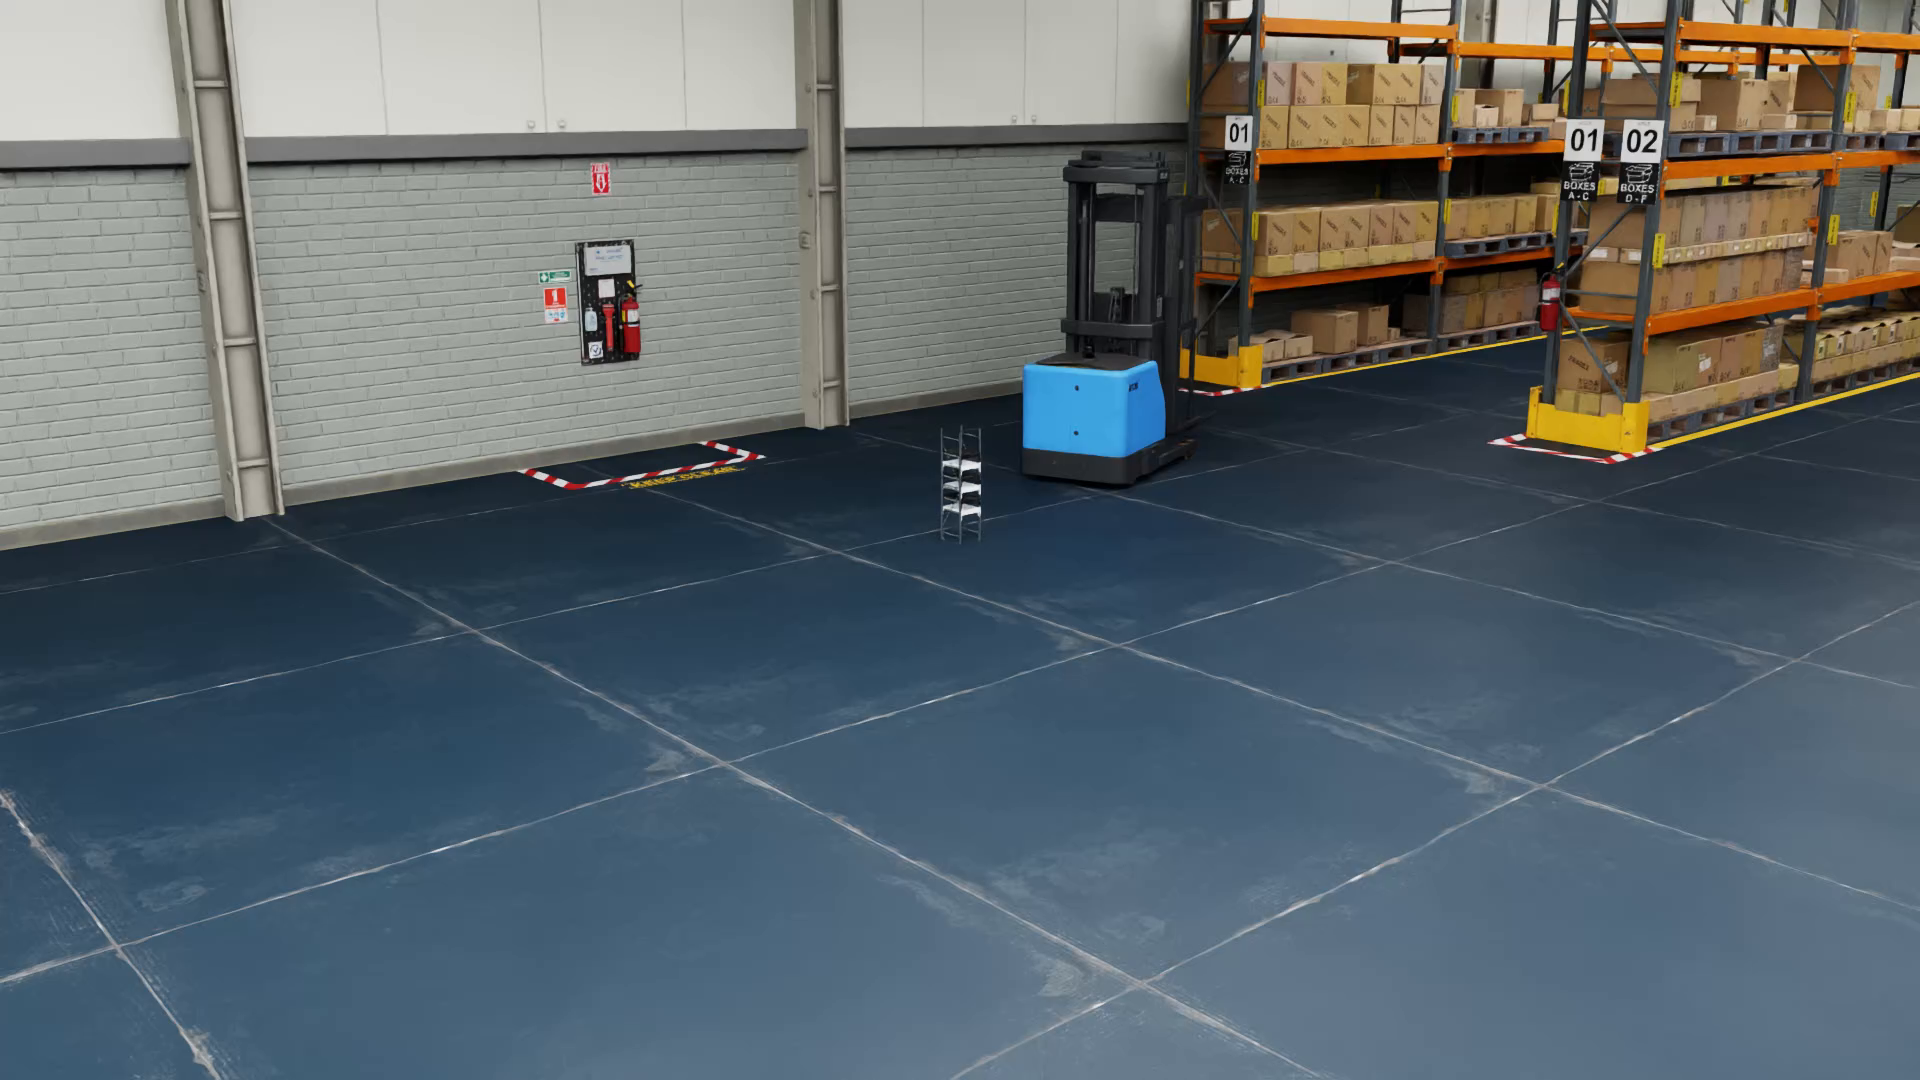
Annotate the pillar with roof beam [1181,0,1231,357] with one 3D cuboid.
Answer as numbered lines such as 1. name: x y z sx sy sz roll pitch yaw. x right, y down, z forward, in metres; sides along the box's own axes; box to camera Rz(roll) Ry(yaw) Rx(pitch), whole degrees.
1. pillar with roof beam: 5.921 -5.757 17.365 0.400 9.000 9.100 -13 19 -39

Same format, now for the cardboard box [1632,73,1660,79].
1. cardboard box: 11.031 -7.295 26.436 0.500 0.250 0.500 -13 20 -41

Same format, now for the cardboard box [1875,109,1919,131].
1. cardboard box: 11.296 -5.106 20.217 0.500 0.250 0.500 -13 20 -40

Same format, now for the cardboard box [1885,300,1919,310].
1. cardboard box: 12.976 -3.010 22.698 0.500 0.500 0.500 -12 19 -37

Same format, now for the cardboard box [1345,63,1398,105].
1. cardboard box: 5.158 -5.754 20.998 0.500 0.500 0.500 -14 20 -41

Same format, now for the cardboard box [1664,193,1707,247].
1. cardboard box: 7.183 -3.297 17.072 0.500 0.500 0.700 -13 20 -41

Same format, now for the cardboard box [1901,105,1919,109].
1. cardboard box: 12.731 -5.379 21.569 0.500 0.500 0.910 -13 19 -39

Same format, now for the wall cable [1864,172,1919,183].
1. wall cable: 19.706 -8.407 33.303 0.112 2.526 3.097 -13 19 -39

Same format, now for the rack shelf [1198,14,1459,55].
1. rack shelf: 4.643 -6.298 20.790 4.000 0.370 1.077 -13 19 -39

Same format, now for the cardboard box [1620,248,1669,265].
1. cardboard box: 6.826 -2.832 16.590 0.250 0.149 0.380 -13 20 -40

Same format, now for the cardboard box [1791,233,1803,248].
1. cardboard box: 9.154 -3.356 18.551 0.250 0.149 0.380 -13 20 -41

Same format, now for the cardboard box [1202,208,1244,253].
1. cardboard box: 3.351 -3.830 20.576 0.500 0.500 0.500 -13 20 -40

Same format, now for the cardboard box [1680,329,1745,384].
1. cardboard box: 8.073 -1.984 17.926 0.500 0.500 0.500 -13 19 -39

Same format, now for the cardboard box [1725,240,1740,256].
1. cardboard box: 7.987 -3.092 17.564 0.250 0.149 0.380 -12 19 -39

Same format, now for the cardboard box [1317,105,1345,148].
1. cardboard box: 4.369 -5.098 20.477 0.500 0.500 0.500 -12 19 -37

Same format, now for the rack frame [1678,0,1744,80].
1. rack frame: 12.187 -8.341 27.039 0.127 3.000 1.000 -13 19 -39

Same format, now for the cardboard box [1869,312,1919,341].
1. cardboard box: 11.803 -2.721 21.050 0.500 0.311 0.500 -13 20 -40

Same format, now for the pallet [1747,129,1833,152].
1. pallet: 8.780 -4.380 18.196 1.213 0.211 1.003 -13 19 -39

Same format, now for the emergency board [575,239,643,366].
1. emergency board: -3.321 -2.269 15.932 0.643 1.169 0.194 -13 19 -39

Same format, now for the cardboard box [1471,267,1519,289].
1. cardboard box: 7.805 -3.828 24.305 0.500 0.250 0.500 -13 20 -40

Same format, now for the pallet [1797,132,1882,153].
1. pallet: 10.064 -4.632 19.338 1.217 0.209 0.805 -14 20 -42

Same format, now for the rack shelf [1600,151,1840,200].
1. rack shelf: 7.898 -3.886 17.569 4.000 0.370 1.077 -13 19 -39

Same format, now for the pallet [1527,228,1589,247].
1. pallet: 8.702 -4.531 24.771 1.003 0.211 1.213 -13 19 -39

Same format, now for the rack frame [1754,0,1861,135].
1. rack frame: 9.407 -6.022 18.357 0.127 3.000 1.000 -13 19 -39

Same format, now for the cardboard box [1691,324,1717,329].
1. cardboard box: 8.097 -2.173 18.635 0.500 0.500 0.500 -13 19 -39

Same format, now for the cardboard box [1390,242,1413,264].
1. cardboard box: 5.612 -3.802 21.925 0.500 0.250 0.500 -13 19 -39

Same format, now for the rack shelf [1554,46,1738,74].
1. rack shelf: 10.678 -7.461 25.915 4.000 0.370 1.077 -13 19 -39

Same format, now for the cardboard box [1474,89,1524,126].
1. cardboard box: 7.547 -6.074 23.356 0.500 0.500 0.500 -14 20 -41

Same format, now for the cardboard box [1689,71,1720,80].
1. cardboard box: 12.561 -7.597 27.894 0.500 0.500 0.500 -13 20 -40

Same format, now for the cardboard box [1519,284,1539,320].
1. cardboard box: 8.196 -3.573 24.805 0.500 0.500 0.700 -13 20 -39

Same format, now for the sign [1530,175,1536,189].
1. sign: 8.803 -5.432 25.529 0.005 0.325 0.100 -13 19 -39

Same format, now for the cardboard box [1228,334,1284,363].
1. cardboard box: 3.716 -2.423 20.866 0.500 0.311 0.500 13 20 41

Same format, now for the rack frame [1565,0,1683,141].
1. rack frame: 6.389 -5.344 15.820 0.127 3.000 1.000 -13 19 -39

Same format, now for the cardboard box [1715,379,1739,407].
1. cardboard box: 8.072 -1.622 18.023 0.500 0.250 0.500 -13 19 -39

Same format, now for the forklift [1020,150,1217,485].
1. forklift: 1.690 -2.245 15.976 1.130 2.935 3.031 8 17 27

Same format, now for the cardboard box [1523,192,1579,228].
1. cardboard box: 8.822 -4.944 24.901 0.700 0.500 0.500 13 20 40

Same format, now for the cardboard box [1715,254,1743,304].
1. cardboard box: 7.916 -2.834 17.852 0.500 0.500 0.700 -12 19 -38

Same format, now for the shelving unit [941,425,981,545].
1. shelving unit: 0.006 -0.436 13.139 0.210 0.900 0.258 -13 20 -39

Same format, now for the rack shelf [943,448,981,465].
1. rack shelf: 0.006 -0.665 13.078 0.200 0.077 0.258 -13 20 -39

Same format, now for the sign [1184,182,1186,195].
1. sign: 2.785 -4.233 20.430 0.005 0.325 0.100 -13 19 -39

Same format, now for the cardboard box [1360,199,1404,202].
1. cardboard box: 5.660 -4.348 22.514 0.500 0.500 0.500 -13 20 -41

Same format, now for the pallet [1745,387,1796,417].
1. pallet: 8.779 -1.650 19.017 1.213 0.211 1.003 -13 19 -39

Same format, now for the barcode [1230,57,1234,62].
1. barcode: 3.342 -5.898 20.411 0.075 0.075 0.001 -13 19 -39

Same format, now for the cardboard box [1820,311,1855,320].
1. cardboard box: 11.059 -2.738 21.117 0.500 0.311 0.500 -13 20 -41

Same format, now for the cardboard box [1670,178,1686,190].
1. cardboard box: 11.226 -5.706 26.539 0.500 0.250 0.500 -12 19 -38

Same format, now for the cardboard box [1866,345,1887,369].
1. cardboard box: 11.033 -2.279 20.483 0.500 0.250 0.500 -12 19 -38

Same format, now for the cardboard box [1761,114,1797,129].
1. cardboard box: 8.676 -4.464 17.740 0.250 0.149 0.380 -13 19 -39

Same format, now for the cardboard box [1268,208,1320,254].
1. cardboard box: 4.071 -3.813 20.513 0.500 0.500 0.500 -13 19 -39

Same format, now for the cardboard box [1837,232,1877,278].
1. cardboard box: 10.772 -3.473 20.245 0.500 0.500 0.500 -13 19 -39

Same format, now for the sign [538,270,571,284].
1. sign: -3.796 -2.468 15.580 0.331 0.109 0.001 -13 19 -39
